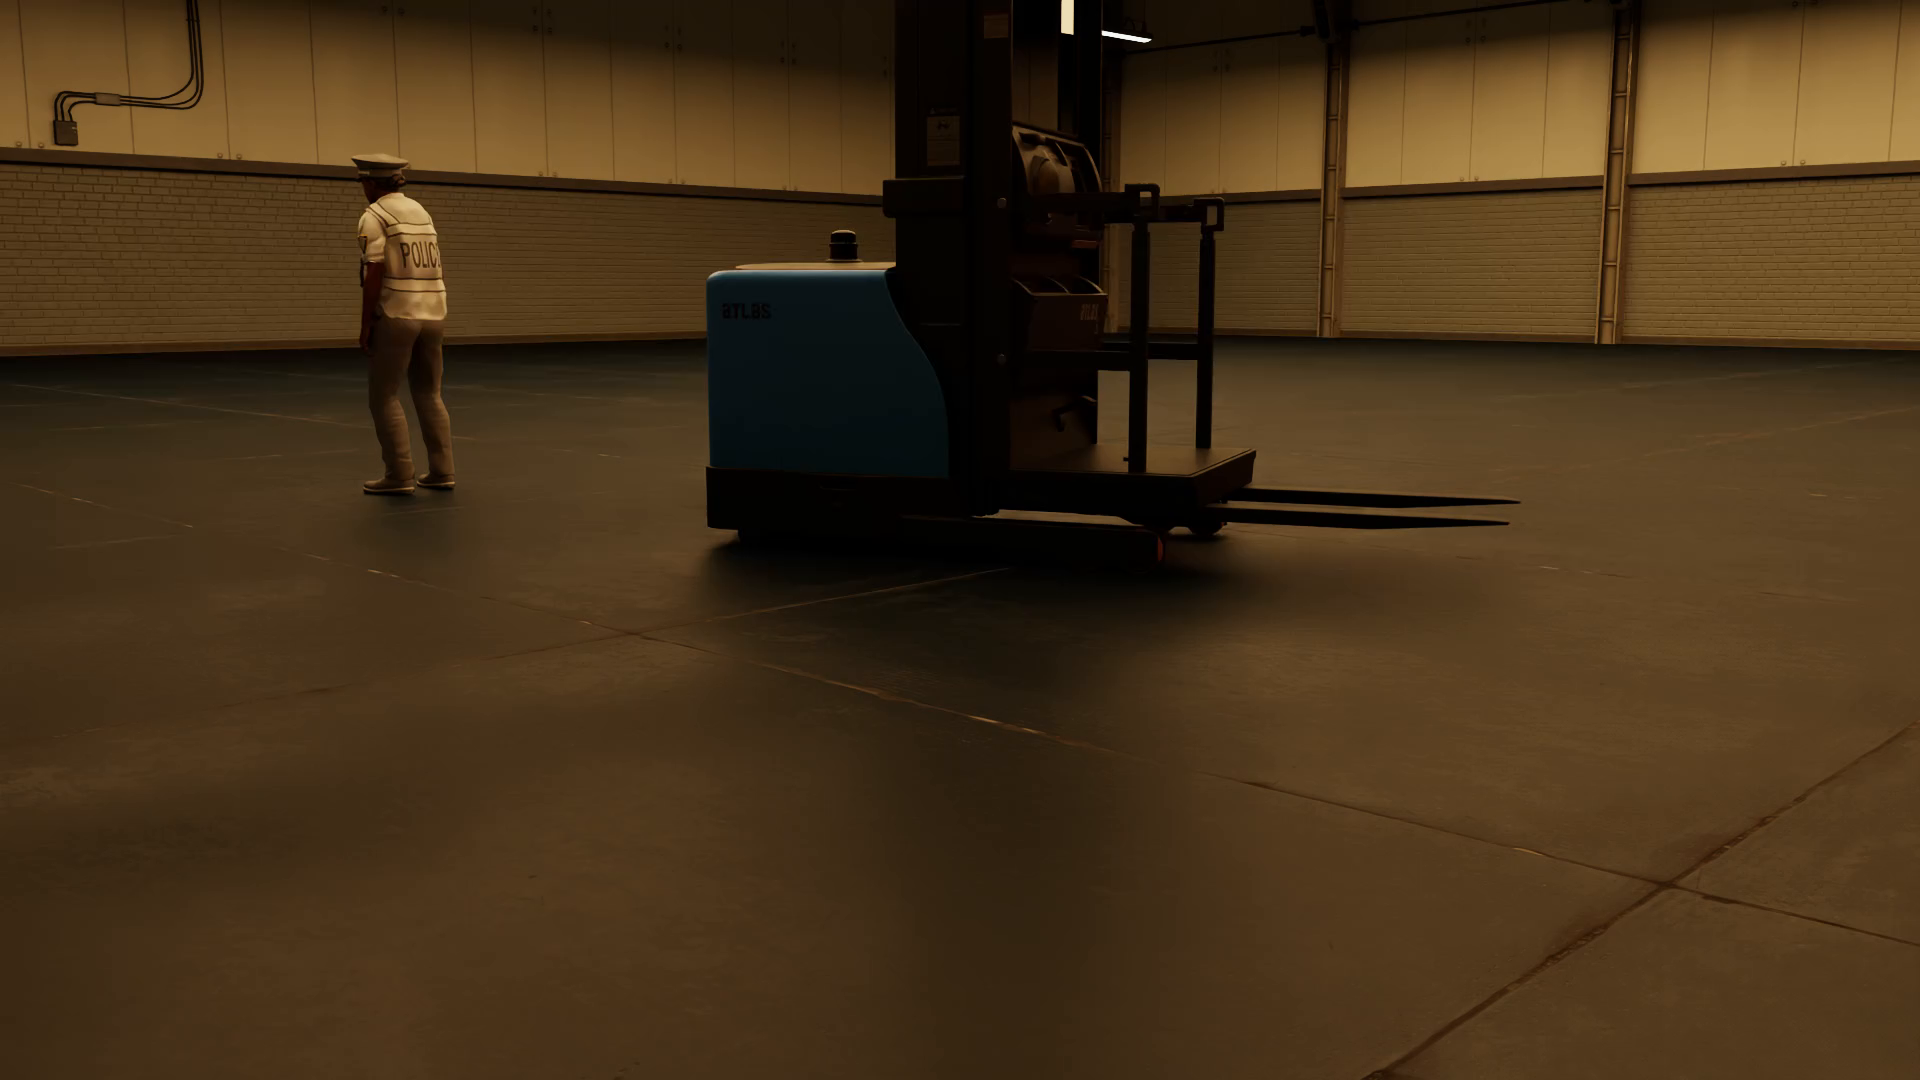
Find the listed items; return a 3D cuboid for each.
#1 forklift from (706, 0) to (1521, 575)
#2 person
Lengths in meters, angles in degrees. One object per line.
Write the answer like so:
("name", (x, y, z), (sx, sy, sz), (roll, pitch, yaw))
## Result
("forklift", (0.565, -1.416, 6.275), (3.031, 2.935, 1.130), (3, 9, 22))
("person", (-2.751, -1.063, 8.224), (0.395, 1.656, 0.525), (5, 10, 29))
